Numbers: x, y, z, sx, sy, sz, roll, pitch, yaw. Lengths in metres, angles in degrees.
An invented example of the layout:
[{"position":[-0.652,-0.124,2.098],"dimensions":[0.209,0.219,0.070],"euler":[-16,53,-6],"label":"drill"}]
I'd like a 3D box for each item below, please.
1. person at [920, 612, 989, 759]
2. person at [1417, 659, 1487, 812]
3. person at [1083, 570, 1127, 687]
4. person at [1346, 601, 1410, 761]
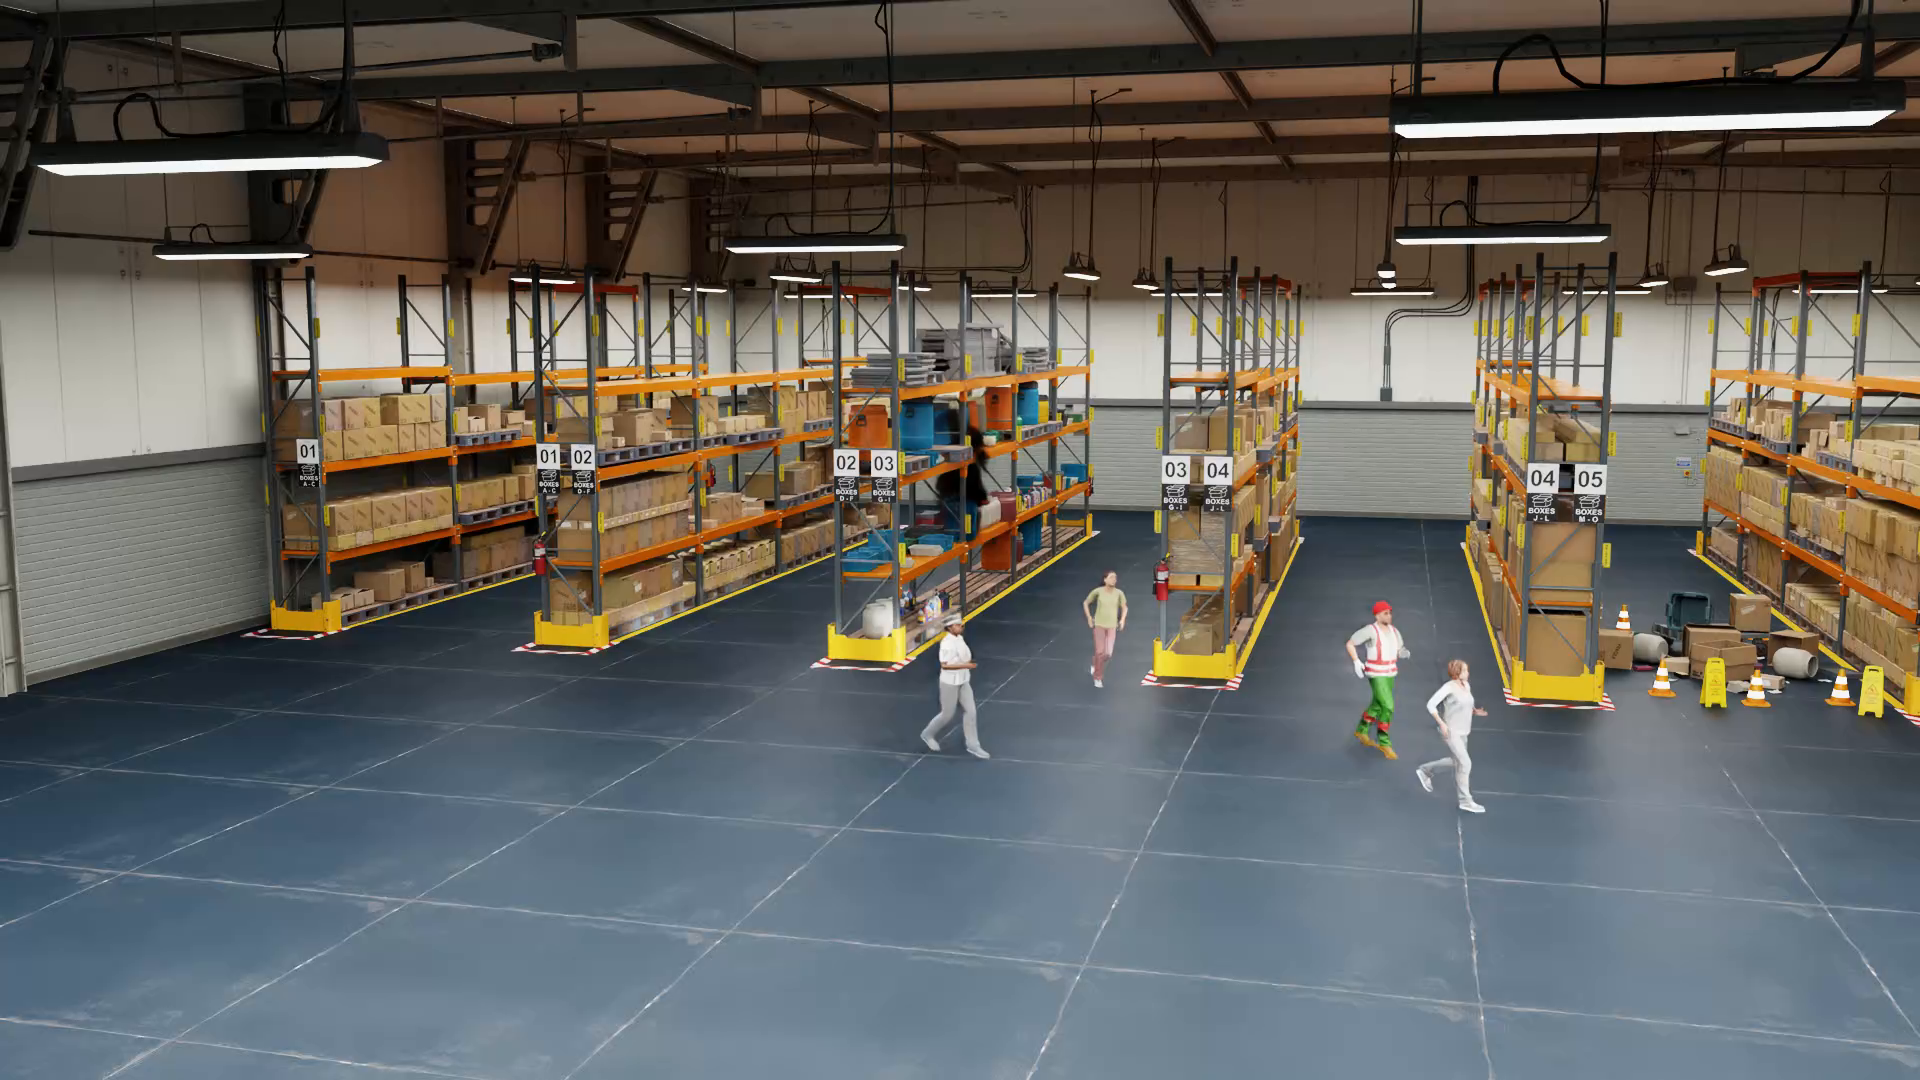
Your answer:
[{"position":[-0.061,1.680,19.437],"dimensions":[0.876,1.699,0.581],"euler":[4,8,31],"label":"person"},{"position":[5.129,2.013,17.381],"dimensions":[0.538,1.575,0.804],"euler":[-7,10,-44],"label":"person"},{"position":[2.062,1.189,23.532],"dimensions":[0.630,1.557,0.542],"euler":[-1,7,-9],"label":"person"},{"position":[4.947,1.624,19.615],"dimensions":[0.653,1.829,0.795],"euler":[-5,9,-36],"label":"person"}]
